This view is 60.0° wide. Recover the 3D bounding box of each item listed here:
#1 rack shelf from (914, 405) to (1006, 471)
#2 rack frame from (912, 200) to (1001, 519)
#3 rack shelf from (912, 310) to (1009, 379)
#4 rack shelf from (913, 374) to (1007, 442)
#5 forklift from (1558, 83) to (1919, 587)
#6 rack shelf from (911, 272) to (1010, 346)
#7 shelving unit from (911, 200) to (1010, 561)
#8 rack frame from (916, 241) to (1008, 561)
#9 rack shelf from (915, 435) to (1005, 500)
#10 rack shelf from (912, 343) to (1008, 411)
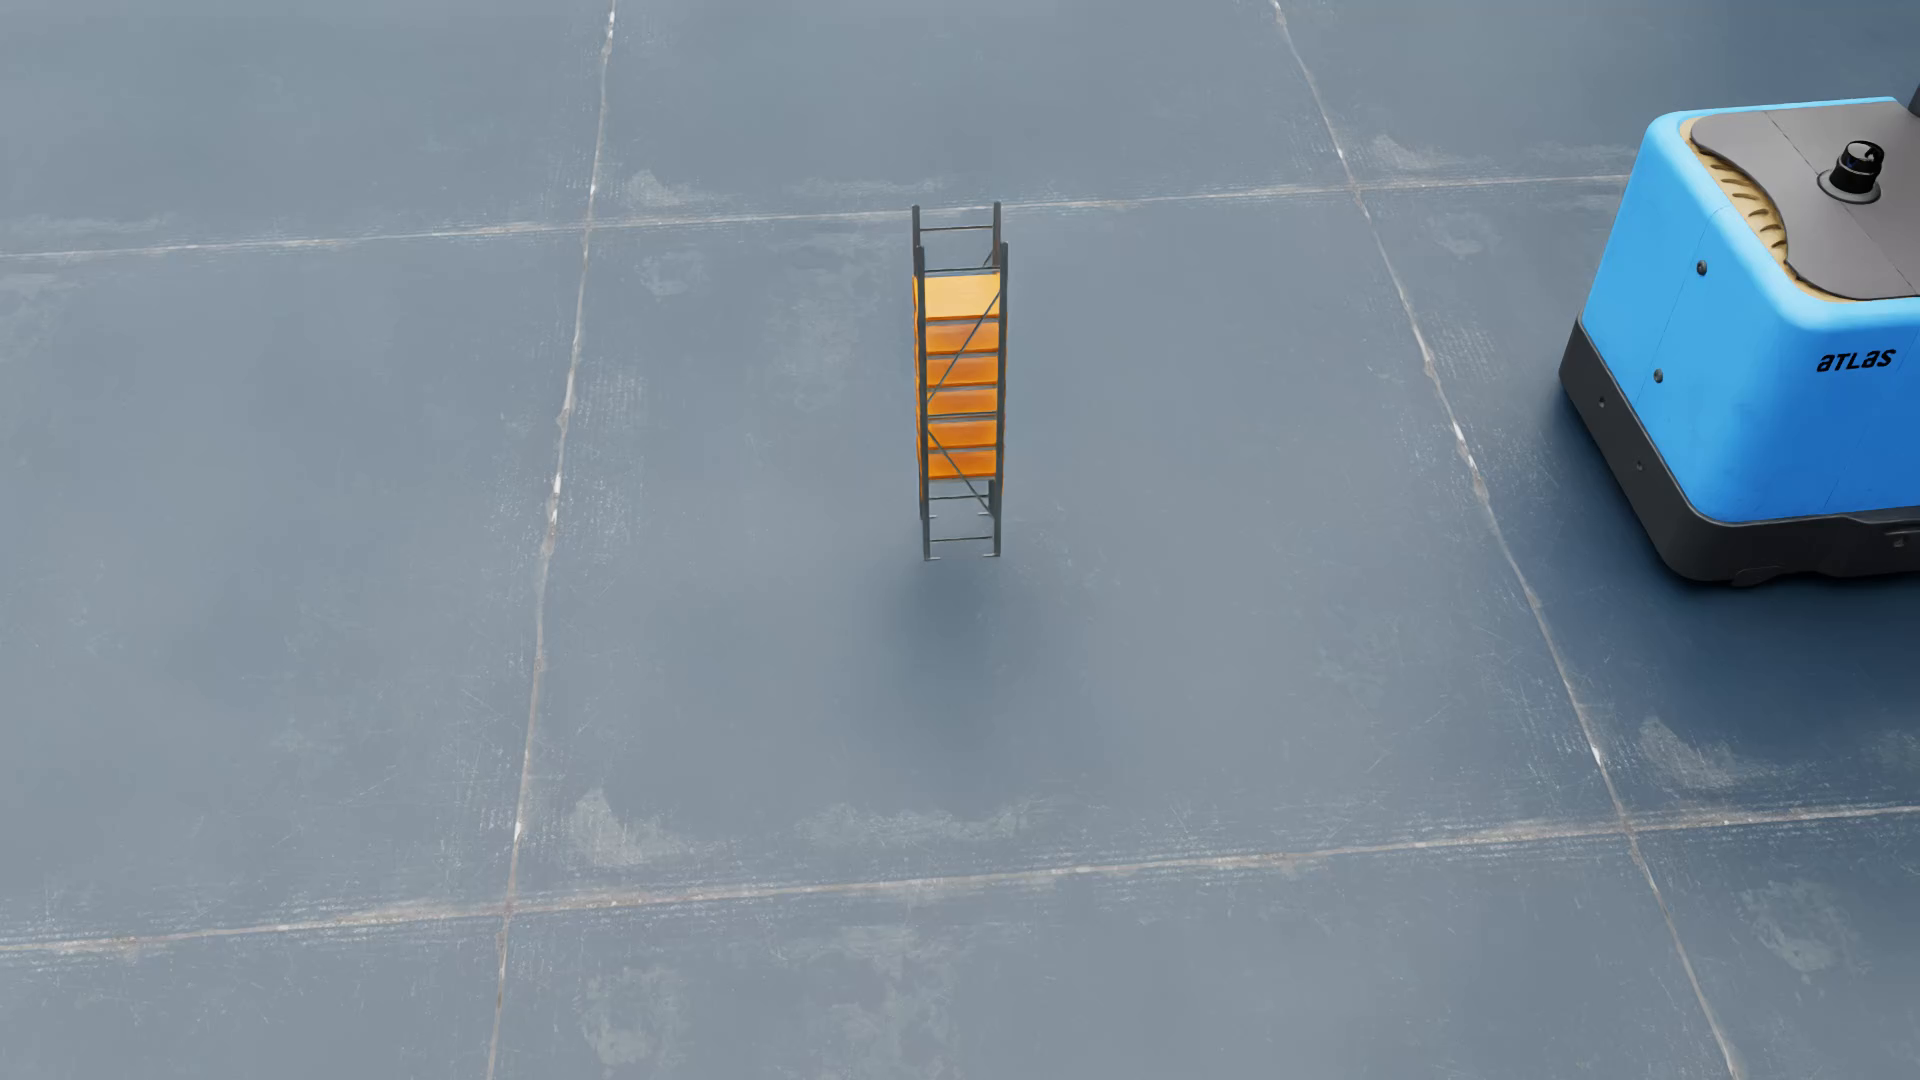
[{"bbox_3d":[-0.001,-0.310,4.944,0.258,0.103,0.180,-3,47,-3],"label":"rack shelf"},{"bbox_3d":[-0.009,-0.489,4.887,0.240,1.200,0.006,-3,47,-3],"label":"rack frame"},{"bbox_3d":[-0.001,-0.558,4.682,0.258,0.103,0.180,-3,47,-3],"label":"rack shelf"},{"bbox_3d":[-0.001,-0.392,4.857,0.258,0.103,0.180,-3,47,-3],"label":"rack shelf"},{"bbox_3d":[3.601,-1.341,4.501,3.031,2.935,1.130,-5,47,-5],"label":"forklift"},{"bbox_3d":[-0.001,-0.640,4.595,0.258,0.103,0.180,-3,47,-3],"label":"rack shelf"},{"bbox_3d":[-0.001,-0.423,4.824,0.258,1.200,0.189,-3,47,-3],"label":"shelving unit"},{"bbox_3d":[0.006,-0.357,4.762,0.240,1.200,0.006,-3,47,-3],"label":"rack frame"},{"bbox_3d":[-0.001,-0.227,5.031,0.258,0.103,0.180,-3,47,-3],"label":"rack shelf"},{"bbox_3d":[-0.001,-0.475,4.769,0.258,0.103,0.180,-3,47,-3],"label":"rack shelf"}]
